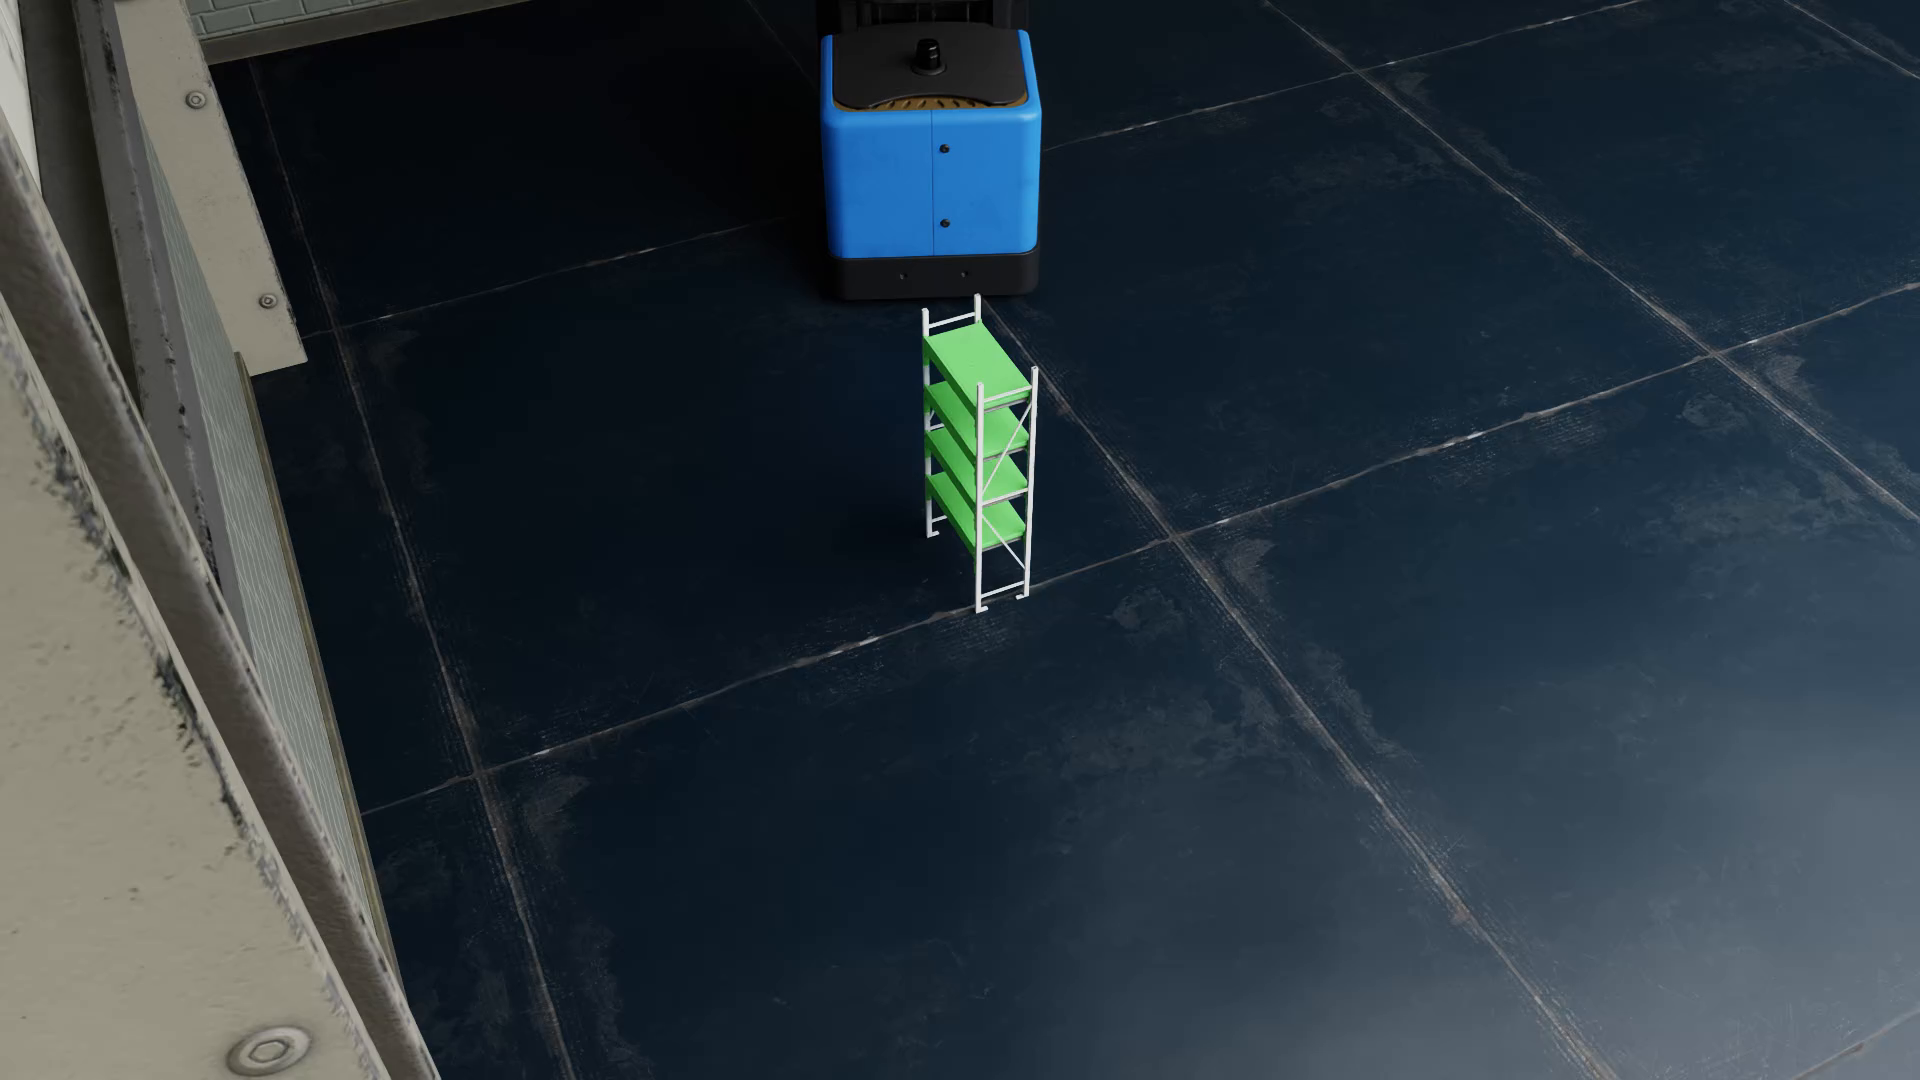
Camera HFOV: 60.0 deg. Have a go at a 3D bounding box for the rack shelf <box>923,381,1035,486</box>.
[{"bbox_3d":[0.070,-0.447,6.467,0.258,0.148,0.480,-18,47,-17],"label":"rack shelf"}]

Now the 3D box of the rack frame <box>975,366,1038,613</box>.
[{"bbox_3d":[0.172,-0.166,6.433,0.240,1.200,0.015,-18,47,-17],"label":"rack frame"}]

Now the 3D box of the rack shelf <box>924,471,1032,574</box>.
[{"bbox_3d":[0.070,-0.105,6.804,0.258,0.148,0.480,-18,47,-17],"label":"rack shelf"}]

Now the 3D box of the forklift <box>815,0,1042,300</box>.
[{"bbox_3d":[-0.209,-3.255,8.331,1.130,2.935,3.031,-2,45,-2],"label":"forklift"}]

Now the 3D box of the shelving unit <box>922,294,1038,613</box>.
[{"bbox_3d":[0.070,-0.322,6.591,0.258,1.200,0.503,-18,47,-17],"label":"shelving unit"}]

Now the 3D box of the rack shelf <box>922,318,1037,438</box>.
[{"bbox_3d":[0.070,-0.618,6.298,0.258,0.148,0.480,-18,47,-17],"label":"rack shelf"}]

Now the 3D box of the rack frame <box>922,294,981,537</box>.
[{"bbox_3d":[-0.033,-0.477,6.748,0.240,1.200,0.015,-18,47,-17],"label":"rack frame"}]

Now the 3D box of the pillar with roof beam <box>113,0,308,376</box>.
[{"bbox_3d":[0.550,-5.414,6.199,9.100,9.000,0.400,-18,47,-17],"label":"pillar with roof beam"}]

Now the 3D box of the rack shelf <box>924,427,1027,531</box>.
[{"bbox_3d":[0.070,-0.276,6.635,0.258,0.148,0.480,-18,47,-17],"label":"rack shelf"}]
